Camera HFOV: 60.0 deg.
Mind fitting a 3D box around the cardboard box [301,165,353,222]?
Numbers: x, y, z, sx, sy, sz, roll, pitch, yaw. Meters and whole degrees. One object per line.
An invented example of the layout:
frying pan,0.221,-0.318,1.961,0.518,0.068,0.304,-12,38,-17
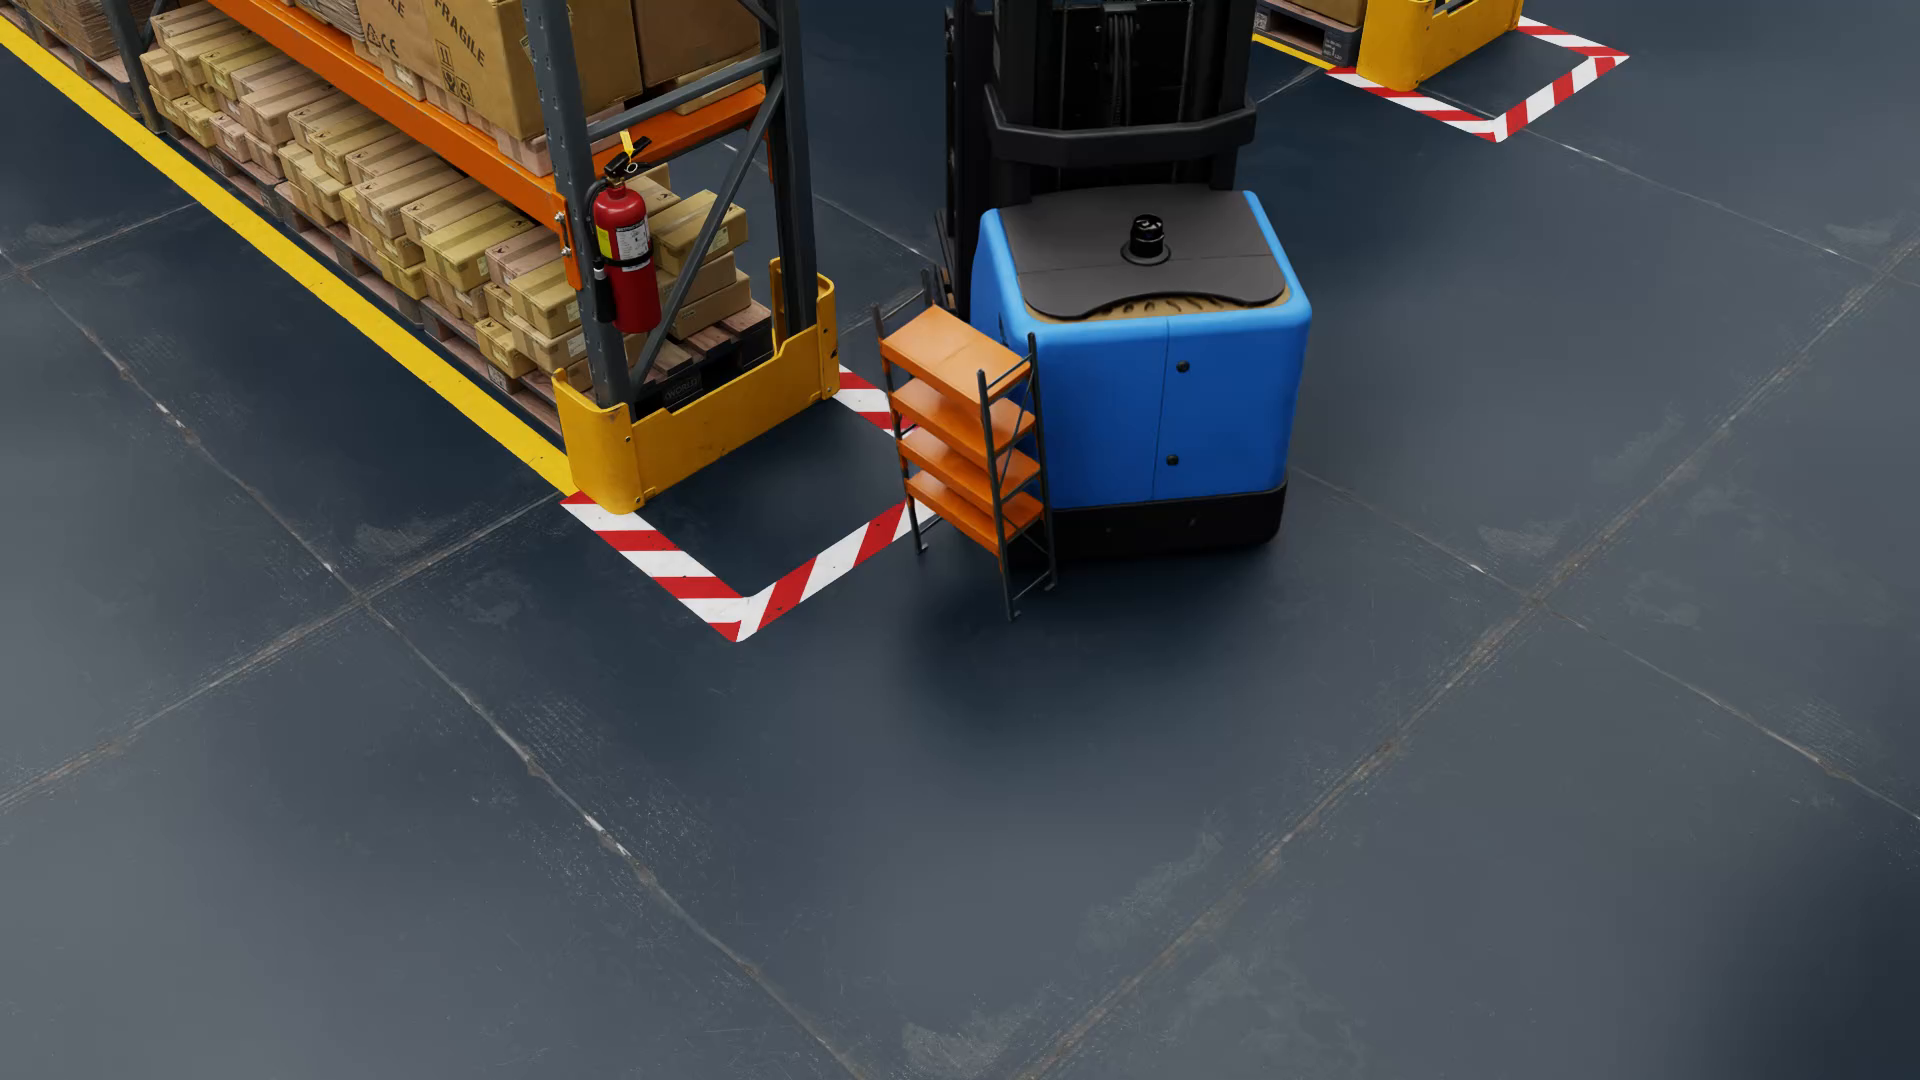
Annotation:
cardboard box,-2.654,-1.581,7.322,0.380,0.149,0.250,-34,52,-31

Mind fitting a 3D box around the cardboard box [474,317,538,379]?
cardboard box,-1.726,-0.840,6.740,0.380,0.149,0.250,-32,52,-30

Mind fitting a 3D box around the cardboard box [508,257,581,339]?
cardboard box,-1.507,-0.963,6.435,0.380,0.149,0.250,-33,52,-31

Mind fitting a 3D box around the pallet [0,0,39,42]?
pallet,-5.195,-3.362,9.733,1.003,0.211,1.213,-34,53,-31

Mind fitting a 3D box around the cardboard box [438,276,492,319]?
cardboard box,-1.897,-1.087,6.788,0.250,0.149,0.380,32,52,30

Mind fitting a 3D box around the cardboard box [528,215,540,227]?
cardboard box,-1.871,-1.472,7.424,0.380,0.149,0.250,-34,52,-31

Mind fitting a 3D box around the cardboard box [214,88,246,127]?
cardboard box,-3.309,-2.137,7.925,0.250,0.149,0.380,34,52,31

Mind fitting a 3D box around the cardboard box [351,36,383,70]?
cardboard box,-2.083,-1.937,6.321,0.250,0.149,0.380,32,51,30

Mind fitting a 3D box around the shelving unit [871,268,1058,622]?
shelving unit,0.034,-0.297,5.667,0.258,1.200,0.503,-38,54,-24

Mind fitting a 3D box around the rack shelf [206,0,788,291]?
rack shelf,-2.366,-2.201,6.952,1.077,0.370,4.000,-34,53,-31

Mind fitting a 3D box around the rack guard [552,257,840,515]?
rack guard,-1.007,-0.623,6.556,1.175,0.500,0.348,-34,53,-31

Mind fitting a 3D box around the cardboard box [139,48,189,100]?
cardboard box,-3.749,-2.316,8.118,0.380,0.149,0.250,-32,51,-30

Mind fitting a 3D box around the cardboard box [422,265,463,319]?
cardboard box,-2.036,-1.121,7.044,0.380,0.149,0.250,-34,52,-31

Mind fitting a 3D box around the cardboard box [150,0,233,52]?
cardboard box,-3.682,-2.488,8.085,0.380,0.149,0.250,-32,51,-30

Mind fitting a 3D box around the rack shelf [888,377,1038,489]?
rack shelf,0.018,-0.401,5.551,0.258,0.148,0.480,-38,54,-24

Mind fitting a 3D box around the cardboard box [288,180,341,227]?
cardboard box,-2.804,-1.601,7.563,0.250,0.149,0.380,33,52,30

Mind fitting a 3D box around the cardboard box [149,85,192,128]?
cardboard box,-3.749,-2.205,8.217,0.250,0.149,0.380,32,51,30

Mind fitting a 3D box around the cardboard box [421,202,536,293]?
cardboard box,-1.917,-1.175,6.664,0.250,0.149,0.380,33,52,31

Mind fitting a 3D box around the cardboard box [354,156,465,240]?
cardboard box,-2.284,-1.432,6.943,0.380,0.149,0.250,-32,52,-30

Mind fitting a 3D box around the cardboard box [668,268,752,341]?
cardboard box,-1.097,-1.017,6.932,0.380,0.149,0.250,-33,52,-31

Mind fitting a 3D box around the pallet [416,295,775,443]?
pallet,-1.556,-0.924,7.095,1.003,0.211,1.213,-34,53,-31

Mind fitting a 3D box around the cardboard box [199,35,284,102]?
cardboard box,-3.316,-2.229,7.805,0.250,0.149,0.380,33,52,31

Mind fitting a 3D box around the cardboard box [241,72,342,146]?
cardboard box,-2.994,-1.953,7.506,0.380,0.149,0.250,-33,52,-30

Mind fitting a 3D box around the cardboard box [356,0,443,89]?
cardboard box,-1.813,-1.993,5.904,0.500,0.500,0.500,33,52,31

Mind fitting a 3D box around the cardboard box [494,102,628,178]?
cardboard box,-1.384,-1.434,5.776,0.380,0.149,0.250,-34,53,-31

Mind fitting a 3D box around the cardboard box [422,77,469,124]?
cardboard box,-1.721,-1.684,6.048,0.250,0.149,0.380,34,52,31

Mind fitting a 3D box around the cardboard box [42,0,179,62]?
cardboard box,-4.480,-2.898,8.708,0.500,0.500,0.500,33,52,31

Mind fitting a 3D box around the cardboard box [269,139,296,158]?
cardboard box,-2.943,-1.863,7.628,0.380,0.149,0.250,-32,51,-30

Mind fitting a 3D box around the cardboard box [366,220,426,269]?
cardboard box,-2.272,-1.329,7.051,0.380,0.149,0.250,-33,52,-31

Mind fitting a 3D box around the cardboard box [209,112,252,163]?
cardboard box,-3.349,-1.983,7.976,0.250,0.149,0.380,34,52,31

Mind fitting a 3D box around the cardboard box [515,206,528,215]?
cardboard box,-1.890,-1.587,7.329,0.250,0.149,0.380,32,51,30

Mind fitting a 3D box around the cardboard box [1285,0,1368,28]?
cardboard box,2.121,-3.476,9.058,0.875,0.875,0.875,-34,53,-31

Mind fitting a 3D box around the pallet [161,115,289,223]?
pallet,-3.279,-2.097,8.364,1.003,0.211,1.213,-34,53,-31

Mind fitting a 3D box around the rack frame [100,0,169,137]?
rack frame,-3.779,-3.427,7.748,1.000,3.000,0.127,-34,53,-31

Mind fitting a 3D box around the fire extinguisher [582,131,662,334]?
fire extinguisher,-1.103,-0.997,5.451,0.296,0.674,0.183,-34,53,-31

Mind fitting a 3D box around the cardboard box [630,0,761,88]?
cardboard box,-1.075,-1.999,5.910,0.500,0.500,0.500,-32,51,-30

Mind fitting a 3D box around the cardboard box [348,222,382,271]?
cardboard box,-2.439,-1.354,7.296,0.380,0.149,0.250,-33,52,-31

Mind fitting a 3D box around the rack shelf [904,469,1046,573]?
rack shelf,0.061,-0.121,5.864,0.258,0.148,0.480,-38,54,-24

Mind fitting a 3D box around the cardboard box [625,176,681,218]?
cardboard box,-1.363,-1.320,6.821,0.380,0.149,0.250,-33,52,-31

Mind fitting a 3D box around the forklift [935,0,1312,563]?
forklift,0.488,-1.998,6.252,1.130,2.935,3.031,-5,43,-6

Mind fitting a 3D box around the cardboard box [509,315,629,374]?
cardboard box,-1.529,-0.838,6.519,0.250,0.149,0.380,33,52,30

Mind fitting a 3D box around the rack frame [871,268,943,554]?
rack frame,-0.134,-0.417,5.797,0.240,1.200,0.015,-38,54,-24

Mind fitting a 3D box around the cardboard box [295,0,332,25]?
cardboard box,-2.430,-2.214,6.621,0.380,0.149,0.250,-33,52,-31

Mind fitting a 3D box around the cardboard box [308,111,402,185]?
cardboard box,-2.596,-1.724,7.259,0.380,0.149,0.250,-34,52,-31
